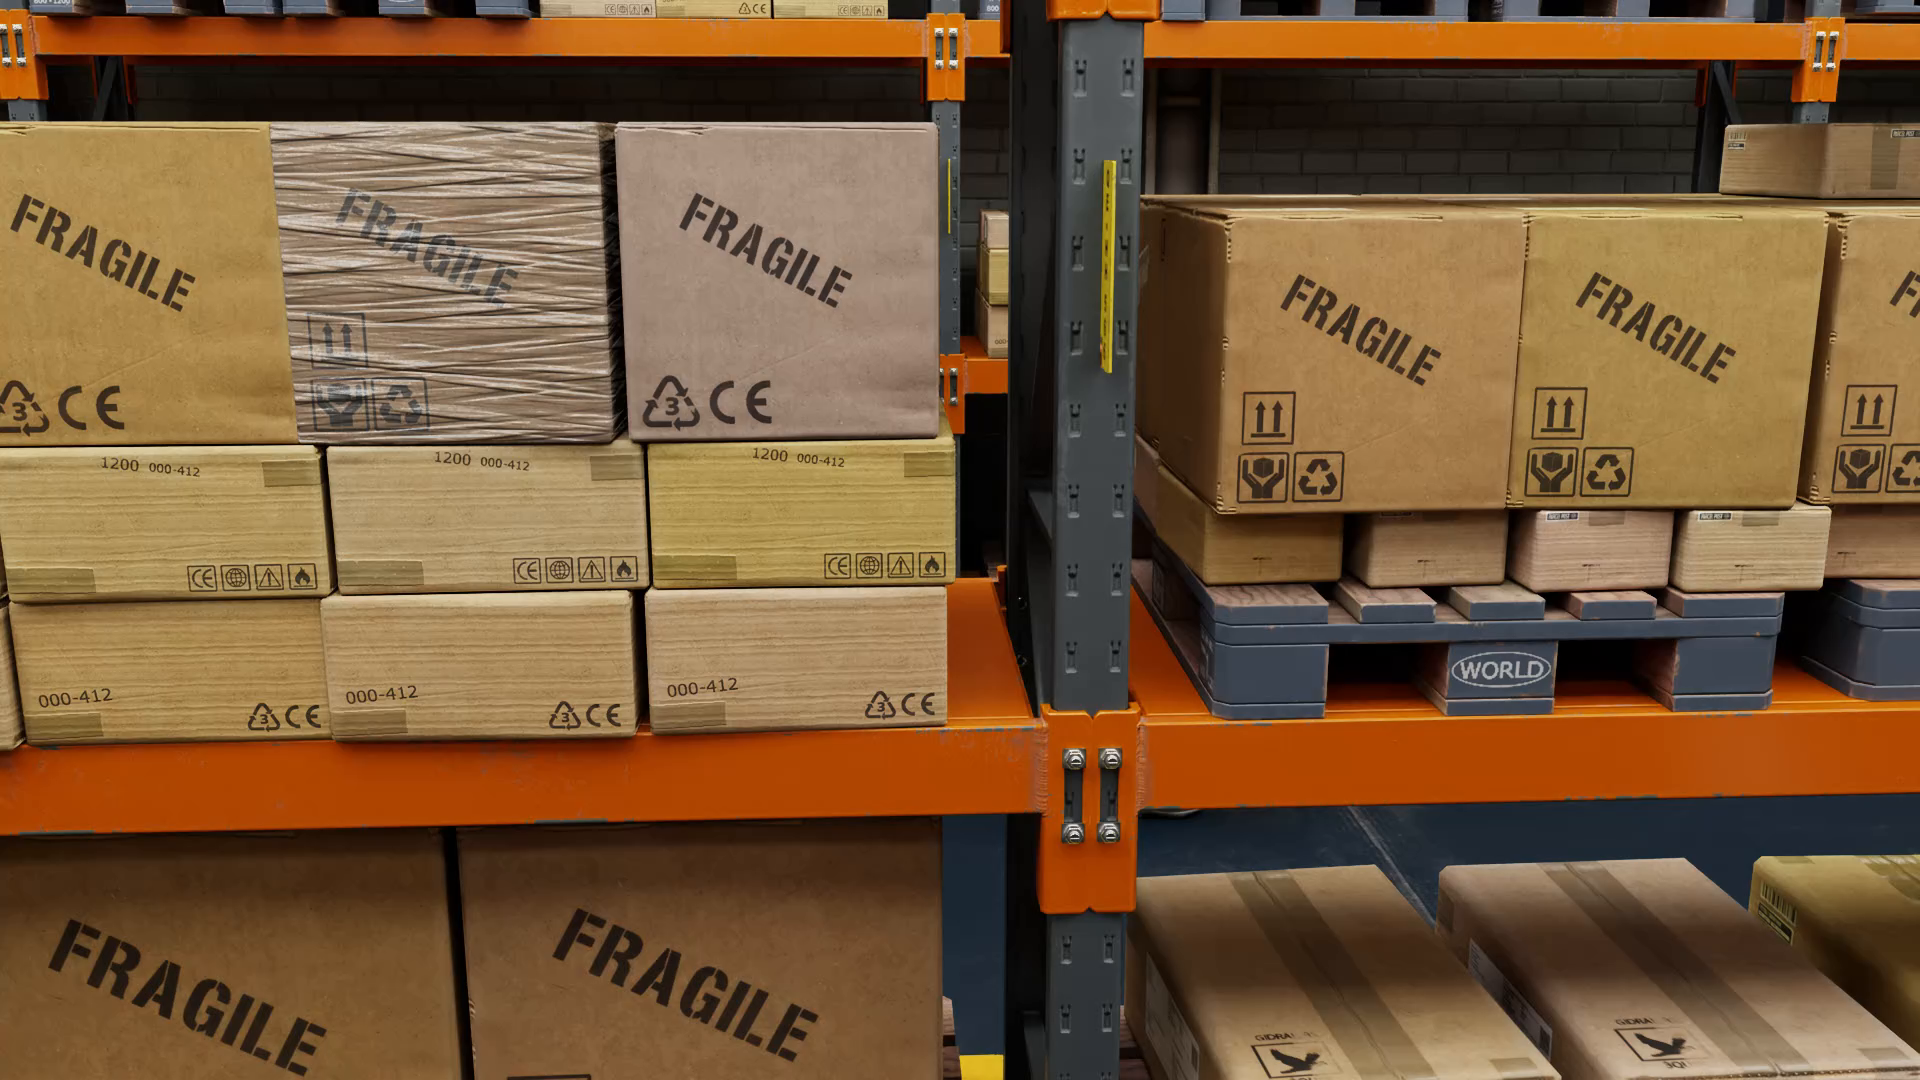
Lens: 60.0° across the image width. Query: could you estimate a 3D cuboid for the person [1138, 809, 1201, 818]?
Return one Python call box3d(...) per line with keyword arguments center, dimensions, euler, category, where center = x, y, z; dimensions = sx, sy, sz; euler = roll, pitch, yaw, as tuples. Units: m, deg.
box3d(center=(0.690, 0.057, 5.719), dimensions=(0.584, 1.779, 0.487), euler=(-1, 13, -3), category="person")
